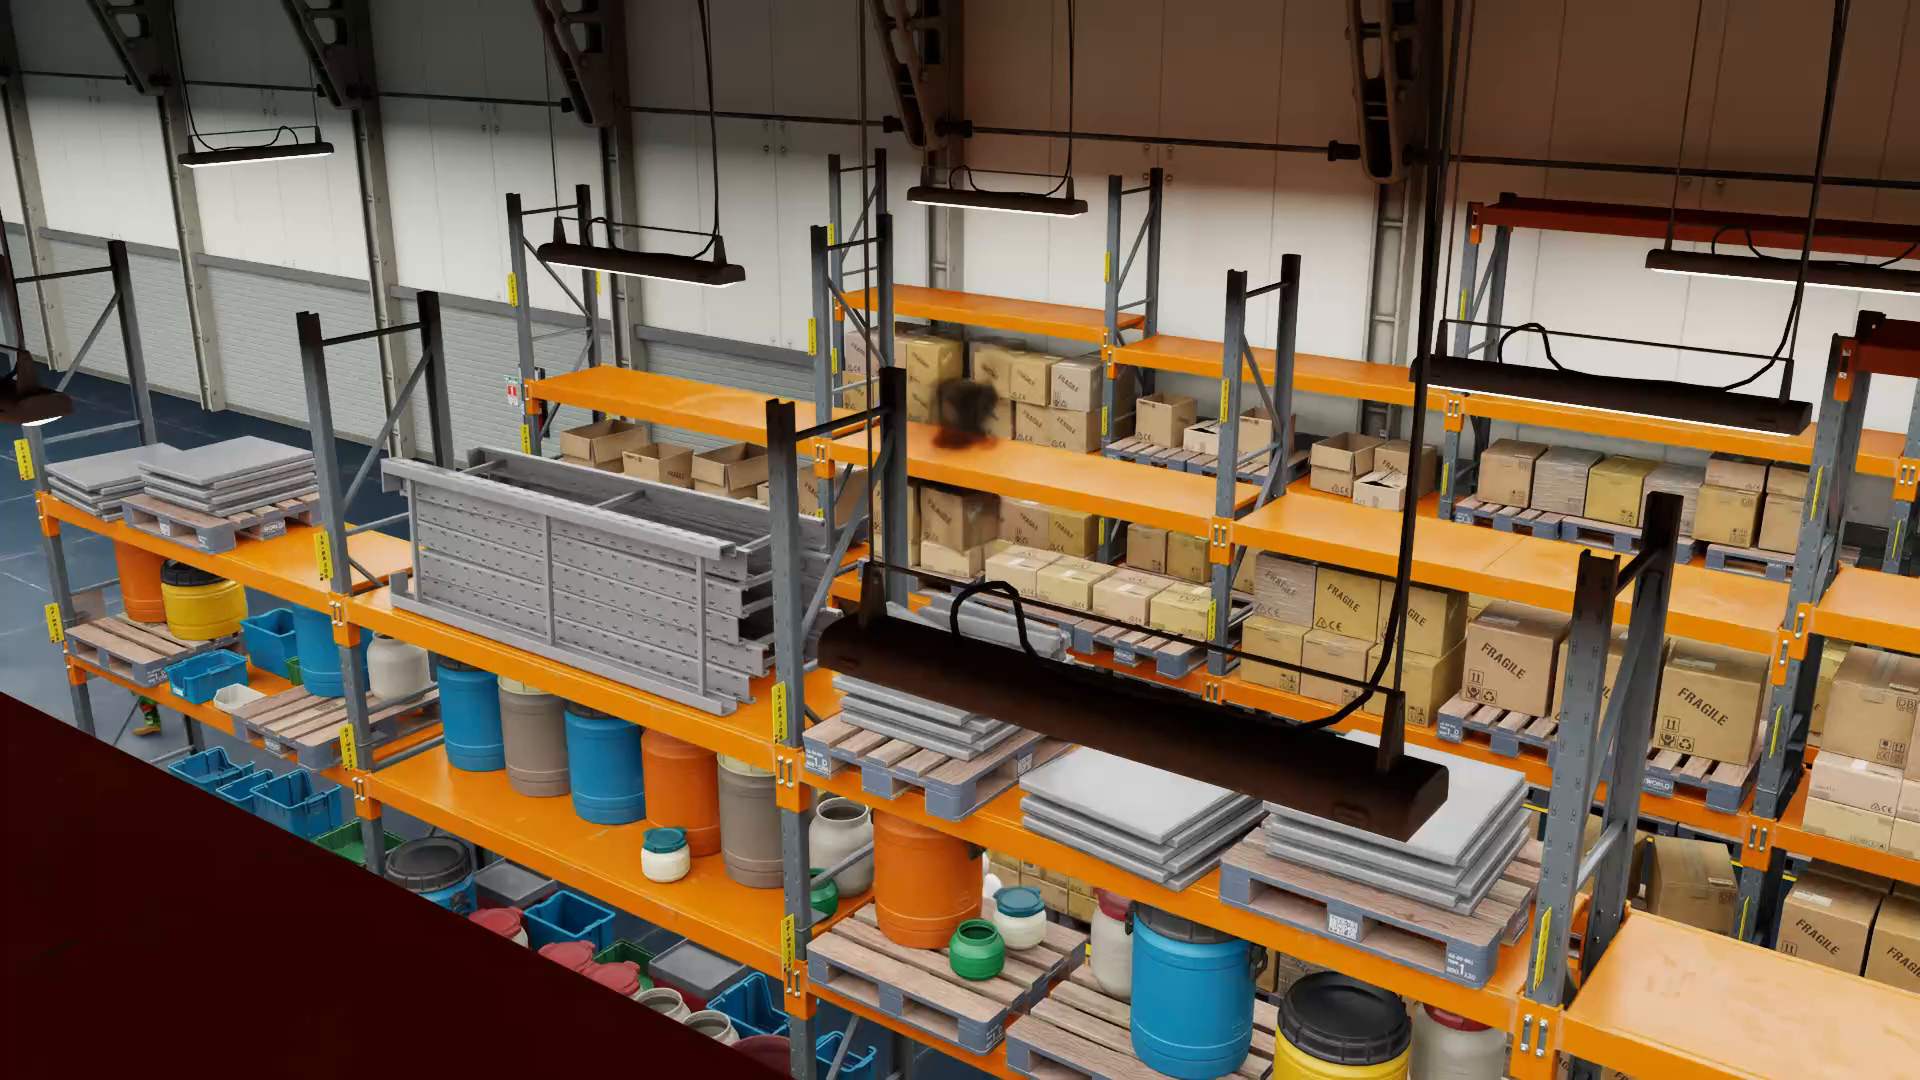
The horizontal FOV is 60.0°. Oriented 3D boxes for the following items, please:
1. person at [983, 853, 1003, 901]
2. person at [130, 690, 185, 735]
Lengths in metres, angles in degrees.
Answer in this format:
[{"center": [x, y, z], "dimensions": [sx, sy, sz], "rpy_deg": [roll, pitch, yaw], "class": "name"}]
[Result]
[{"center": [0.116, 3.177, 12.882], "dimensions": [0.747, 1.739, 0.689], "rpy_deg": [10, 21, 27], "class": "person"}, {"center": [-8.939, 1.308, 18.472], "dimensions": [0.701, 1.742, 0.659], "rpy_deg": [-11, 21, -29], "class": "person"}]
